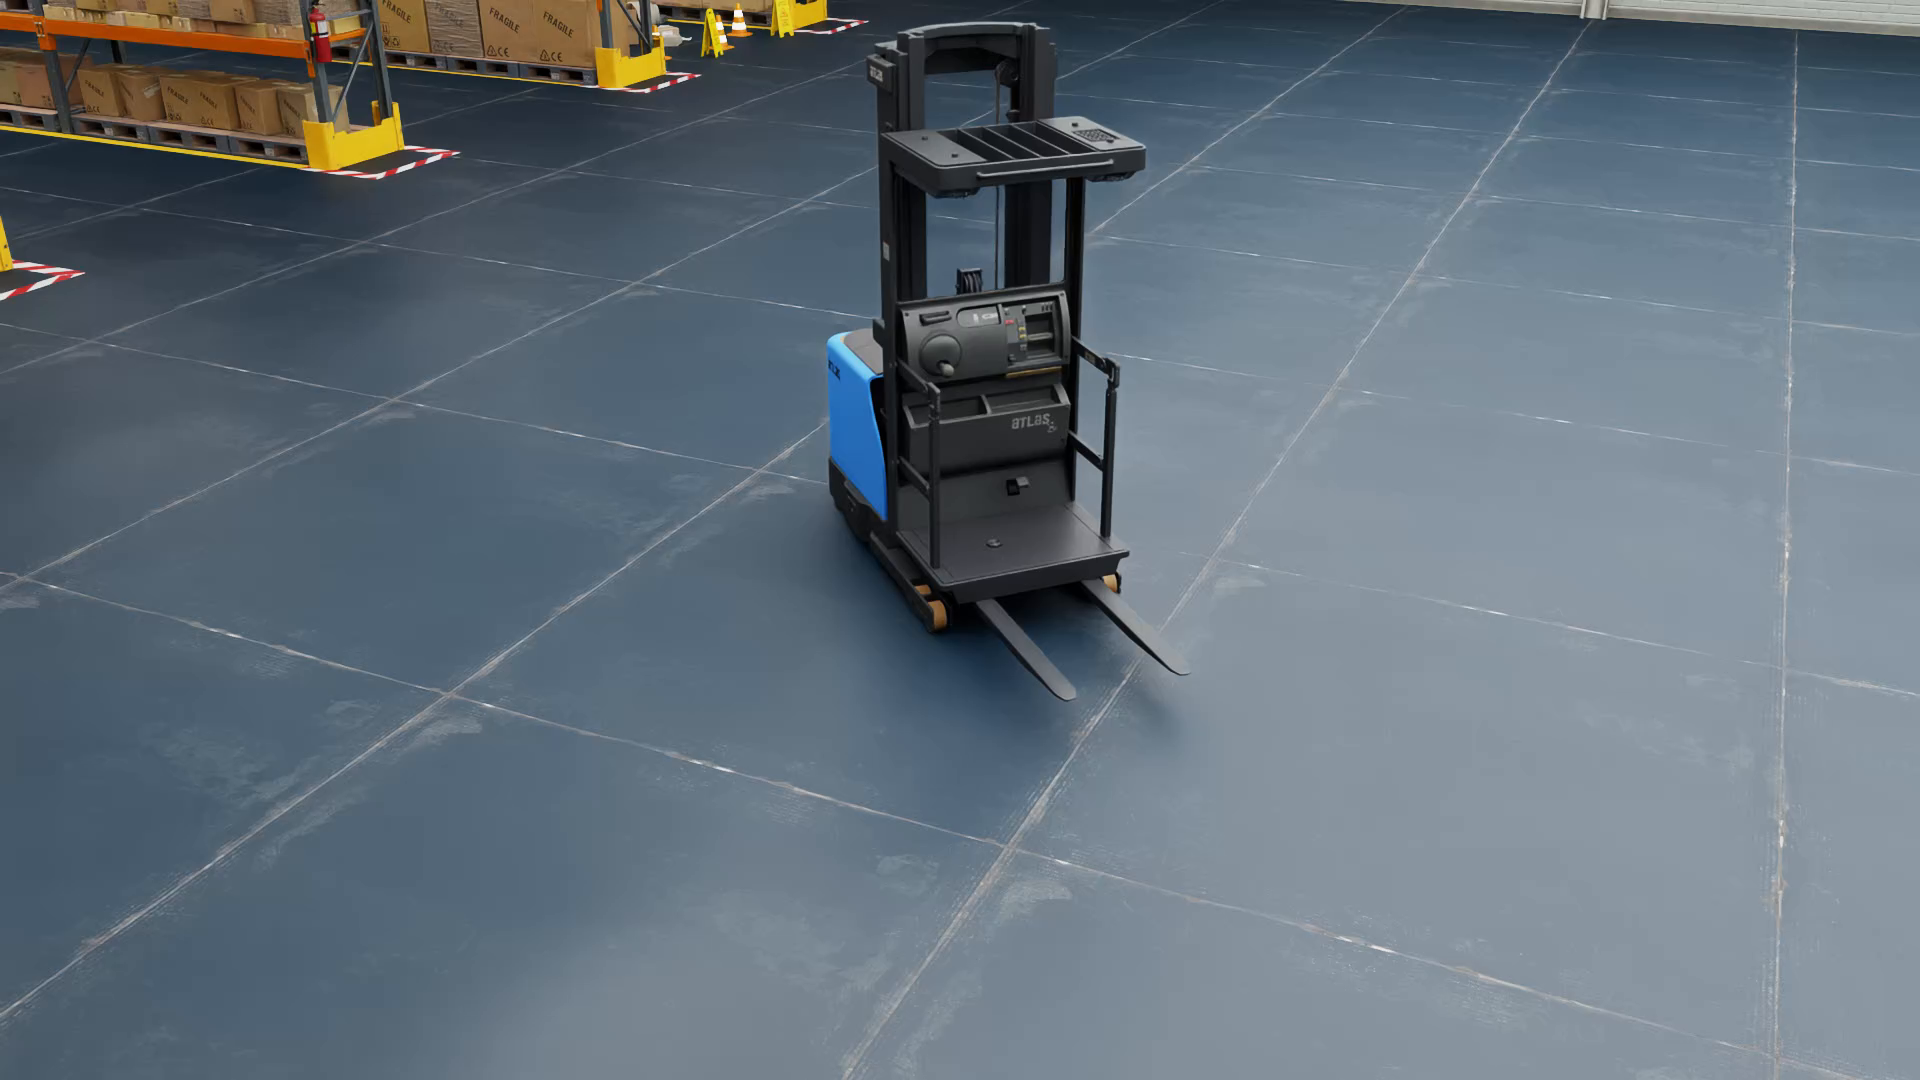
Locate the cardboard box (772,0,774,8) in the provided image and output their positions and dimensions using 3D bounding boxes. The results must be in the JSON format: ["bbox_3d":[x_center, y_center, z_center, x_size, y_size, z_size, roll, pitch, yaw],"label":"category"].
[{"bbox_3d":[-3.067,-8.734,26.732,0.500,0.250,0.500,11,28,21],"label":"cardboard box"}]

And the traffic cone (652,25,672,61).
[{"bbox_3d":[-4.299,-7.042,23.529,0.334,0.463,0.336,11,28,22],"label":"traffic cone"}]

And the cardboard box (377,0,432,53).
[{"bbox_3d":[-7.501,-7.335,23.183,0.875,0.875,0.875,12,29,23],"label":"cardboard box"}]

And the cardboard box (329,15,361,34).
[{"bbox_3d":[-6.710,-5.571,17.955,0.250,0.149,0.380,11,28,22],"label":"cardboard box"}]

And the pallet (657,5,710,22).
[{"bbox_3d":[-4.347,-8.670,27.121,1.213,0.211,1.003,11,28,22],"label":"pallet"}]

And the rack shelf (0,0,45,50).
[{"bbox_3d":[-12.011,-6.310,19.986,4.000,0.370,1.077,11,28,22],"label":"rack shelf"}]

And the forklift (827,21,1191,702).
[{"bbox_3d":[0.227,-1.042,8.549,1.130,2.935,3.031,-10,28,-20],"label":"forklift"}]

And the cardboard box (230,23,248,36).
[{"bbox_3d":[-7.591,-5.515,17.841,0.250,0.149,0.380,11,28,22],"label":"cardboard box"}]

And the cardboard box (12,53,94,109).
[{"bbox_3d":[-10.740,-5.464,19.785,0.500,0.500,0.700,9,28,18],"label":"cardboard box"}]

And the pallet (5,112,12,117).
[{"bbox_3d":[-12.014,-5.381,20.440,1.213,0.211,1.003,11,28,22],"label":"pallet"}]

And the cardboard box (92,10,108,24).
[{"bbox_3d":[-9.426,-5.867,18.555,0.250,0.149,0.380,11,28,22],"label":"cardboard box"}]

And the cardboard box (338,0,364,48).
[{"bbox_3d":[-8.647,-7.500,23.659,0.750,0.750,1.050,11,28,22],"label":"cardboard box"}]

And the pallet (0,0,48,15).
[{"bbox_3d":[-10.826,-6.380,19.529,1.213,0.211,1.003,11,28,22],"label":"pallet"}]

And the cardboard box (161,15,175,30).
[{"bbox_3d":[-8.502,-5.698,18.212,0.250,0.149,0.380,11,28,22],"label":"cardboard box"}]

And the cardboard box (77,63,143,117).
[{"bbox_3d":[-9.843,-5.245,19.362,0.500,0.500,0.500,10,28,20],"label":"cardboard box"}]

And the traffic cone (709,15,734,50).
[{"bbox_3d":[-3.522,-7.434,24.326,0.334,0.463,0.336,11,28,22],"label":"traffic cone"}]

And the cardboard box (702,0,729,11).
[{"bbox_3d":[-3.762,-8.613,26.486,0.500,0.250,0.500,11,28,22],"label":"cardboard box"}]

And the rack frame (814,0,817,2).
[{"bbox_3d":[-2.447,-9.521,25.692,0.127,3.000,1.000,11,28,22],"label":"rack frame"}]

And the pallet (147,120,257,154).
[{"bbox_3d":[-8.450,-4.685,19.028,1.213,0.211,1.003,11,28,22],"label":"pallet"}]

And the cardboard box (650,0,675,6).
[{"bbox_3d":[-4.688,-8.802,26.869,0.500,0.250,0.500,11,28,21],"label":"cardboard box"}]

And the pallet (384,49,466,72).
[{"bbox_3d":[-7.385,-6.822,23.367,1.213,0.211,1.003,11,28,22],"label":"pallet"}]

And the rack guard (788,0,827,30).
[{"bbox_3d":[-2.516,-8.413,26.272,0.348,0.500,1.175,11,28,22],"label":"rack guard"}]

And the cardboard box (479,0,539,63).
[{"bbox_3d":[-5.850,-7.005,22.511,0.875,0.875,0.875,11,28,21],"label":"cardboard box"}]

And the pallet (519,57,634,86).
[{"bbox_3d":[-5.164,-6.376,22.461,1.213,0.211,1.003,11,28,22],"label":"pallet"}]

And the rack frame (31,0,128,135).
[{"bbox_3d":[-10.190,-6.268,19.084,0.127,3.000,1.000,11,28,22],"label":"rack frame"}]

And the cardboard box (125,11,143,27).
[{"bbox_3d":[-8.971,-5.776,18.370,0.250,0.149,0.380,11,28,22],"label":"cardboard box"}]

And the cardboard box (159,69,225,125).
[{"bbox_3d":[-8.720,-5.062,18.989,0.500,0.500,0.500,9,28,17],"label":"cardboard box"}]

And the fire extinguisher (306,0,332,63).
[{"bbox_3d":[-6.635,-5.295,17.197,0.183,0.674,0.296,11,28,22],"label":"fire extinguisher"}]

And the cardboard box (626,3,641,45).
[{"bbox_3d":[-5.094,-7.704,24.828,0.637,0.503,0.797,-7,27,-14],"label":"cardboard box"}]

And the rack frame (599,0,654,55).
[{"bbox_3d":[-4.404,-7.512,21.612,0.127,3.000,1.000,11,28,22],"label":"rack frame"}]

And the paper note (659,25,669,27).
[{"bbox_3d":[-4.656,-8.082,26.131,0.148,0.019,0.142,2,26,4],"label":"paper note"}]

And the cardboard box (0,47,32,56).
[{"bbox_3d":[-11.676,-5.661,20.185,0.500,0.500,0.700,9,28,17],"label":"cardboard box"}]

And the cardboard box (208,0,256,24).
[{"bbox_3d":[-7.543,-5.869,17.825,0.500,0.500,0.875,11,28,22],"label":"cardboard box"}]

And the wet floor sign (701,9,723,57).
[{"bbox_3d":[-3.558,-7.247,23.738,0.232,0.644,0.267,6,27,13],"label":"wet floor sign"}]

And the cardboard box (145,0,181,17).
[{"bbox_3d":[-8.431,-6.074,18.242,0.500,0.500,0.875,11,28,22],"label":"cardboard box"}]

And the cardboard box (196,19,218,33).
[{"bbox_3d":[-8.038,-5.615,18.042,0.250,0.149,0.380,11,28,22],"label":"cardboard box"}]

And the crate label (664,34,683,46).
[{"bbox_3d":[-4.263,-7.407,24.639,0.298,0.136,0.250,-2,26,-5],"label":"crate label"}]

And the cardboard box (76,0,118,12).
[{"bbox_3d":[-9.365,-6.233,18.564,0.500,0.500,0.875,11,28,22],"label":"cardboard box"}]

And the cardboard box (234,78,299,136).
[{"bbox_3d":[-7.669,-4.820,18.498,0.500,0.500,0.500,20,33,35],"label":"cardboard box"}]

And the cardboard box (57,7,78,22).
[{"bbox_3d":[-9.897,-5.944,18.711,0.250,0.149,0.380,11,28,22],"label":"cardboard box"}]

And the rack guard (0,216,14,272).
[{"bbox_3d":[-8.688,-2.418,14.096,0.348,0.500,1.175,11,28,22],"label":"rack guard"}]

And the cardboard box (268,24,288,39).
[{"bbox_3d":[-7.121,-5.439,17.685,0.250,0.149,0.380,11,28,22],"label":"cardboard box"}]
